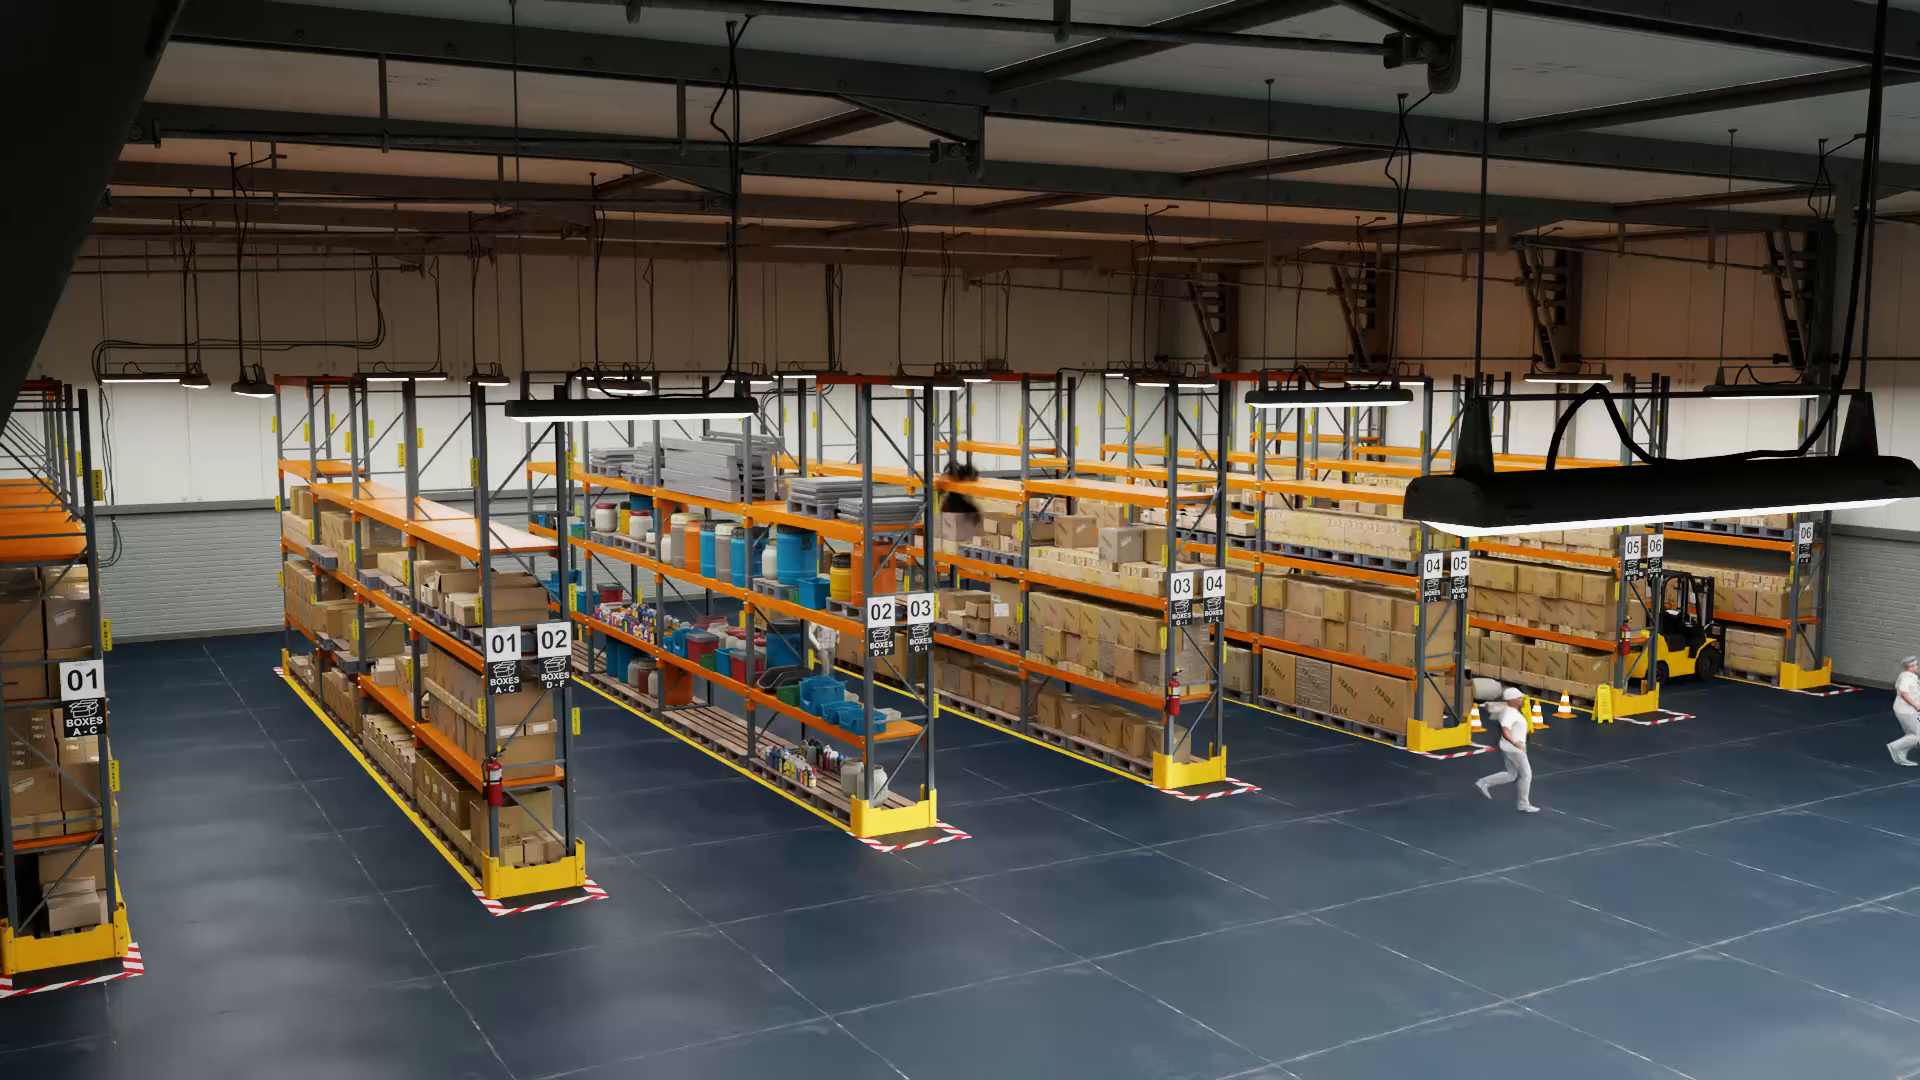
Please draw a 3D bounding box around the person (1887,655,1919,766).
[{"bbox_3d":[14.717,2.645,25.795,0.596,1.736,0.641,2,7,18],"label":"person"}]

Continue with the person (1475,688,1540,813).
[{"bbox_3d":[7.688,2.933,23.243,0.872,1.761,0.700,0,6,4],"label":"person"}]

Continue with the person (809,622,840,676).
[{"bbox_3d":[-2.402,1.953,29.728,0.620,1.715,0.725,-5,8,-36],"label":"person"}]
